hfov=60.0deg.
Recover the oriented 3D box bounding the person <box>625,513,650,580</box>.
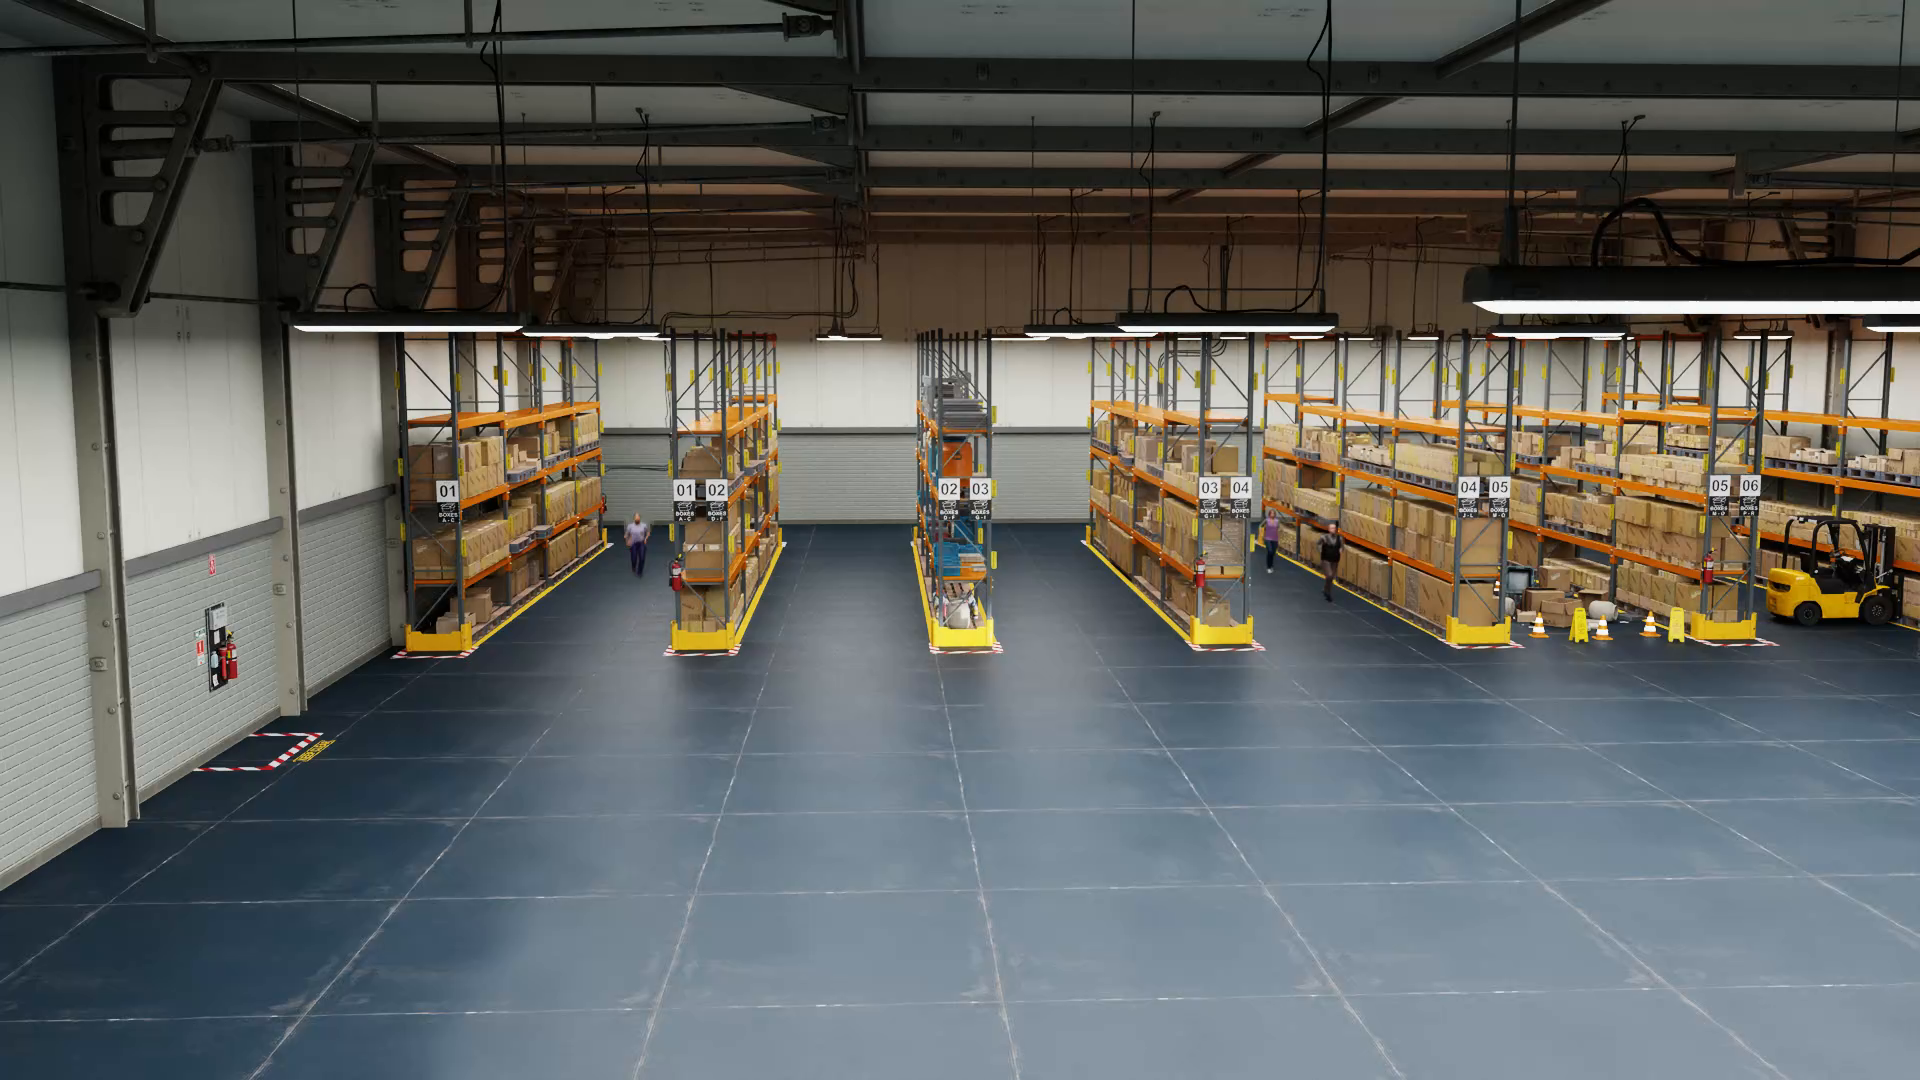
[{"bbox_3d":[-7.887,0.184,40.710,0.608,1.526,0.607,-2,7,-16],"label":"person"}]

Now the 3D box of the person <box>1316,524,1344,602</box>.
[{"bbox_3d":[8.296,0.506,37.205,0.574,1.760,0.847,-1,7,-12],"label":"person"}]

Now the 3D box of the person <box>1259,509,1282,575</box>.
[{"bbox_3d":[7.759,0.042,41.482,0.506,1.639,0.721,-1,7,-7],"label":"person"}]
